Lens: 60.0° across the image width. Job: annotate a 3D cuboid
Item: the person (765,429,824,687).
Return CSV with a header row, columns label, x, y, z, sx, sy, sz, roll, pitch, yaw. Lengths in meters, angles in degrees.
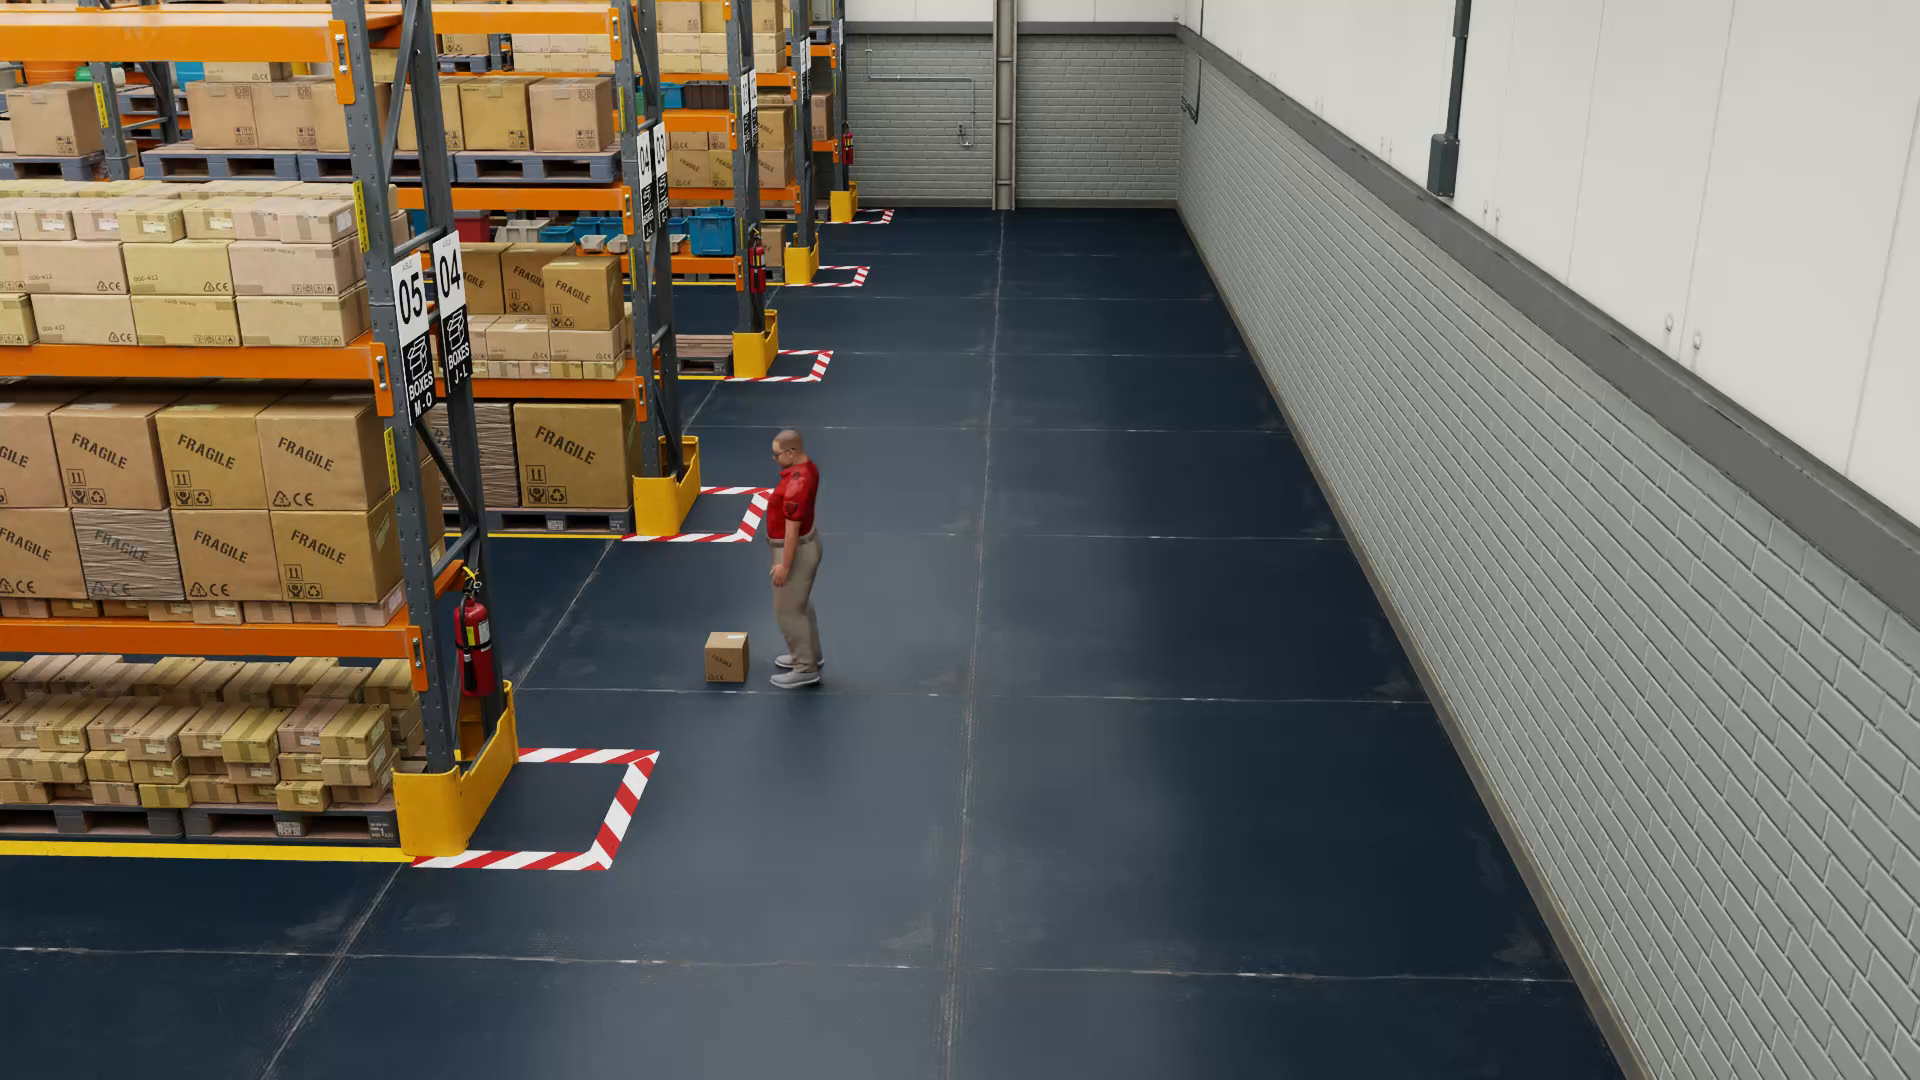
label,x,y,z,sx,sy,sz,roll,pitch,yaw
person,-1.087,0.109,10.840,0.358,1.723,0.531,1,21,3
